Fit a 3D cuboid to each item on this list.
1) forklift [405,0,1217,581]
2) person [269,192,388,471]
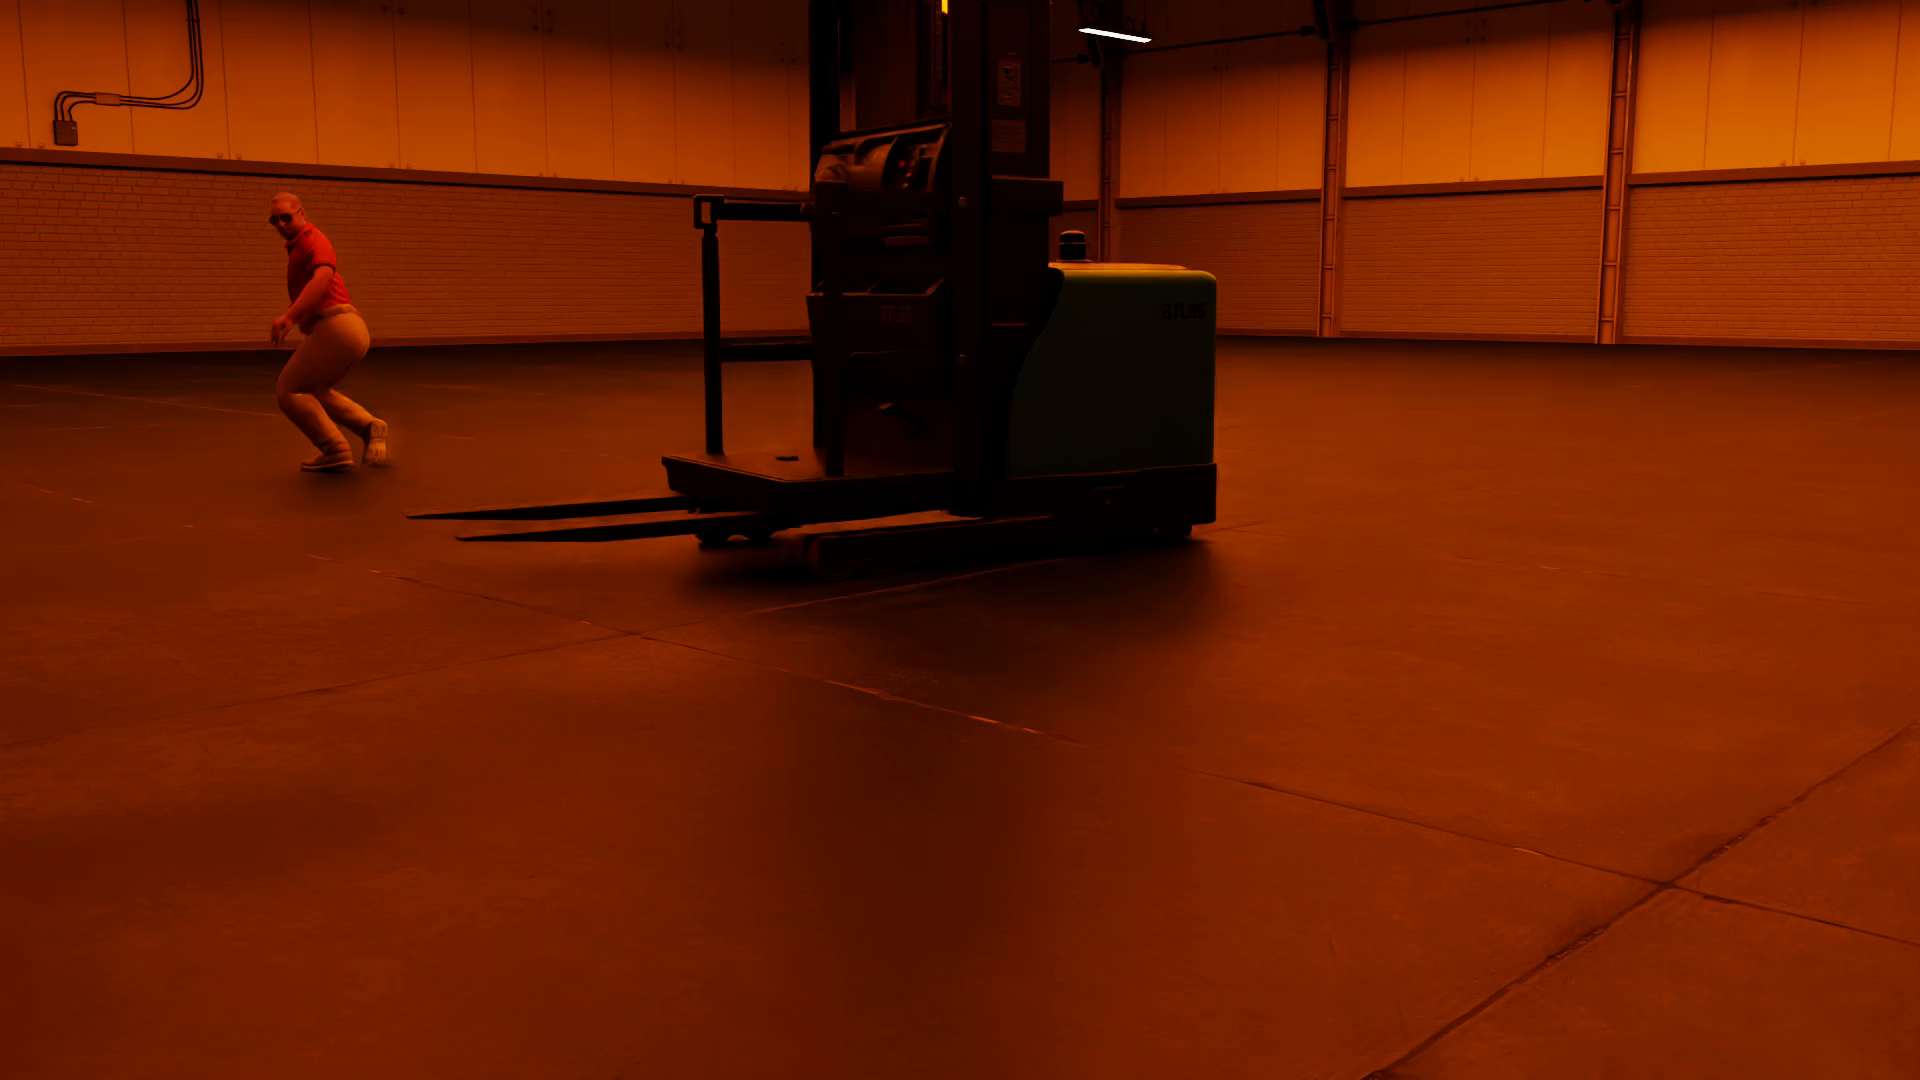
[{"bbox_3d":[-0.480,-1.396,6.141,3.031,2.935,1.130,-5,10,-32],"label":"forklift"},{"bbox_3d":[-3.560,-1.150,9.397,0.539,1.586,0.964,-1,9,-10],"label":"person"}]
